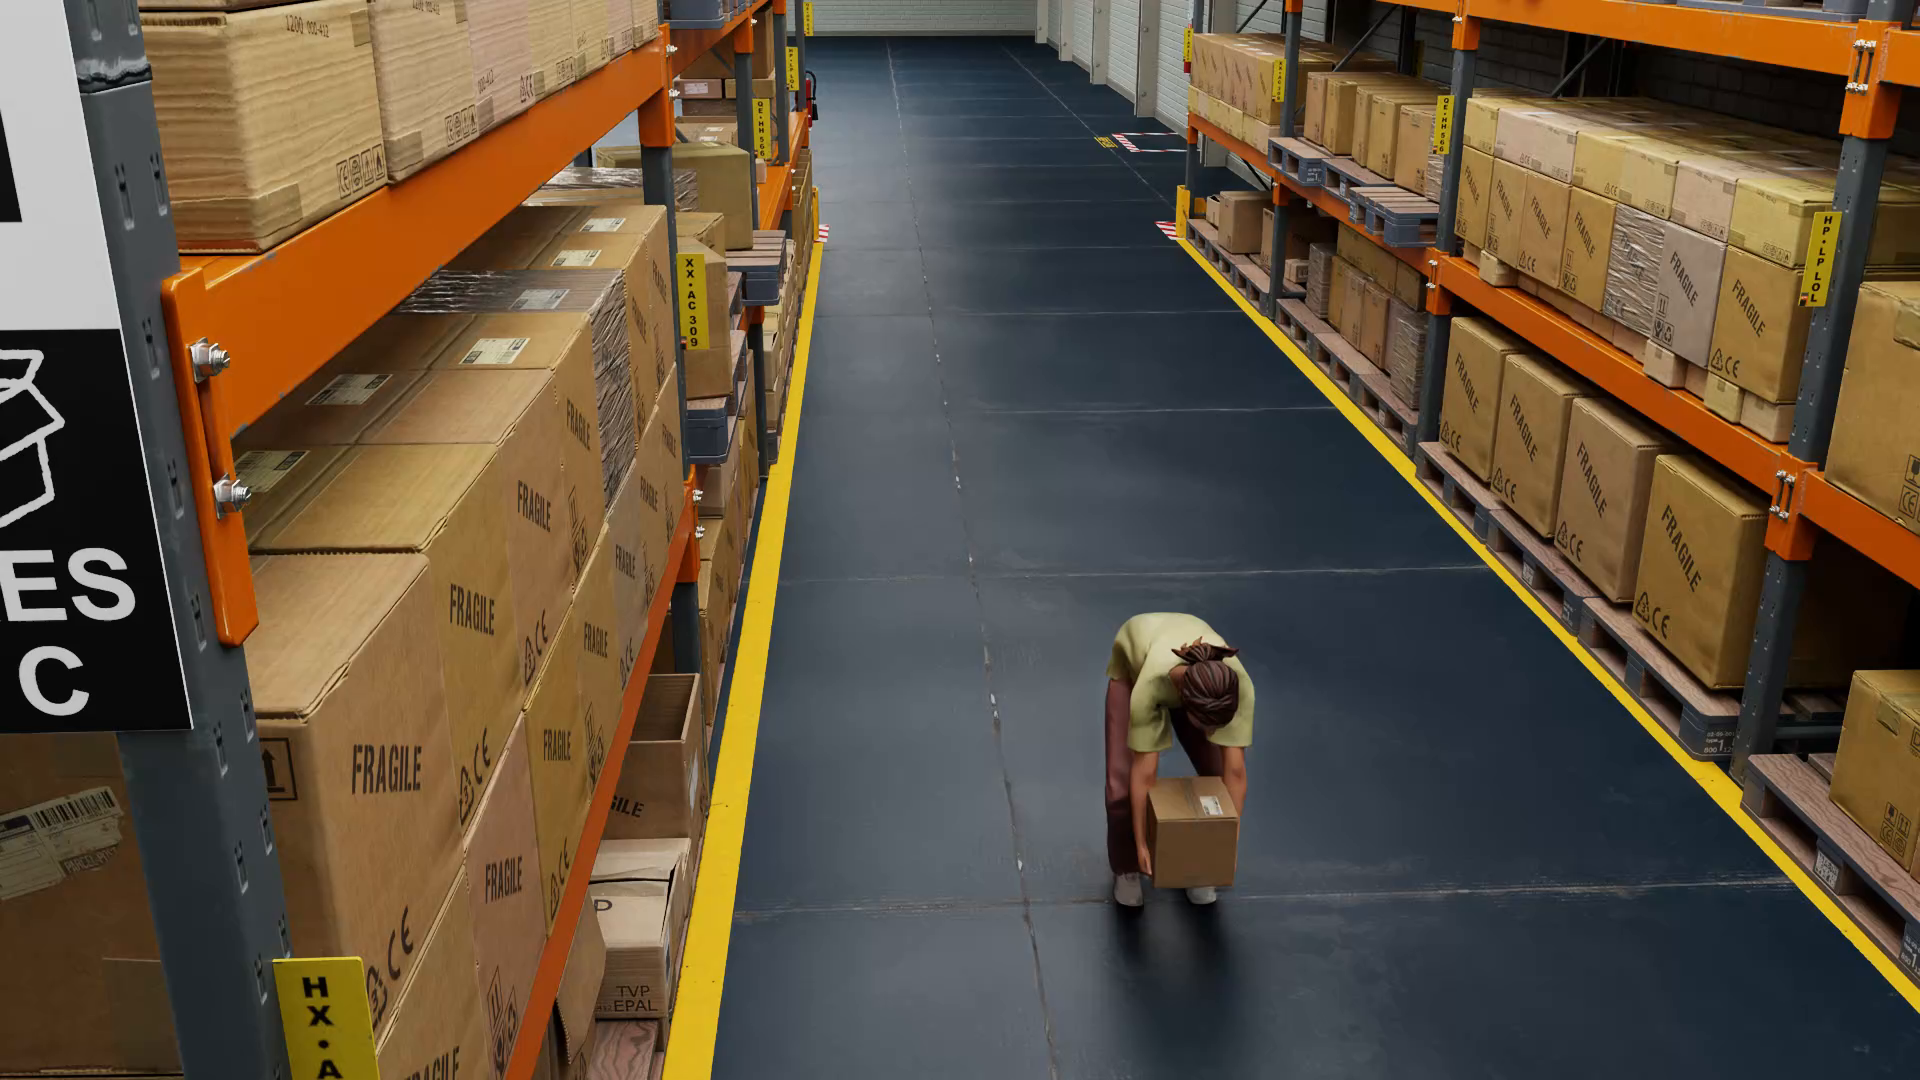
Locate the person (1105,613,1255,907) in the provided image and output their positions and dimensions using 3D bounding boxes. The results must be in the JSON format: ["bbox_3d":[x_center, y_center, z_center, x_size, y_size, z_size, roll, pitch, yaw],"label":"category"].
[{"bbox_3d":[0.710,0.747,5.396,0.455,1.104,0.860,-2,21,-5],"label":"person"}]
